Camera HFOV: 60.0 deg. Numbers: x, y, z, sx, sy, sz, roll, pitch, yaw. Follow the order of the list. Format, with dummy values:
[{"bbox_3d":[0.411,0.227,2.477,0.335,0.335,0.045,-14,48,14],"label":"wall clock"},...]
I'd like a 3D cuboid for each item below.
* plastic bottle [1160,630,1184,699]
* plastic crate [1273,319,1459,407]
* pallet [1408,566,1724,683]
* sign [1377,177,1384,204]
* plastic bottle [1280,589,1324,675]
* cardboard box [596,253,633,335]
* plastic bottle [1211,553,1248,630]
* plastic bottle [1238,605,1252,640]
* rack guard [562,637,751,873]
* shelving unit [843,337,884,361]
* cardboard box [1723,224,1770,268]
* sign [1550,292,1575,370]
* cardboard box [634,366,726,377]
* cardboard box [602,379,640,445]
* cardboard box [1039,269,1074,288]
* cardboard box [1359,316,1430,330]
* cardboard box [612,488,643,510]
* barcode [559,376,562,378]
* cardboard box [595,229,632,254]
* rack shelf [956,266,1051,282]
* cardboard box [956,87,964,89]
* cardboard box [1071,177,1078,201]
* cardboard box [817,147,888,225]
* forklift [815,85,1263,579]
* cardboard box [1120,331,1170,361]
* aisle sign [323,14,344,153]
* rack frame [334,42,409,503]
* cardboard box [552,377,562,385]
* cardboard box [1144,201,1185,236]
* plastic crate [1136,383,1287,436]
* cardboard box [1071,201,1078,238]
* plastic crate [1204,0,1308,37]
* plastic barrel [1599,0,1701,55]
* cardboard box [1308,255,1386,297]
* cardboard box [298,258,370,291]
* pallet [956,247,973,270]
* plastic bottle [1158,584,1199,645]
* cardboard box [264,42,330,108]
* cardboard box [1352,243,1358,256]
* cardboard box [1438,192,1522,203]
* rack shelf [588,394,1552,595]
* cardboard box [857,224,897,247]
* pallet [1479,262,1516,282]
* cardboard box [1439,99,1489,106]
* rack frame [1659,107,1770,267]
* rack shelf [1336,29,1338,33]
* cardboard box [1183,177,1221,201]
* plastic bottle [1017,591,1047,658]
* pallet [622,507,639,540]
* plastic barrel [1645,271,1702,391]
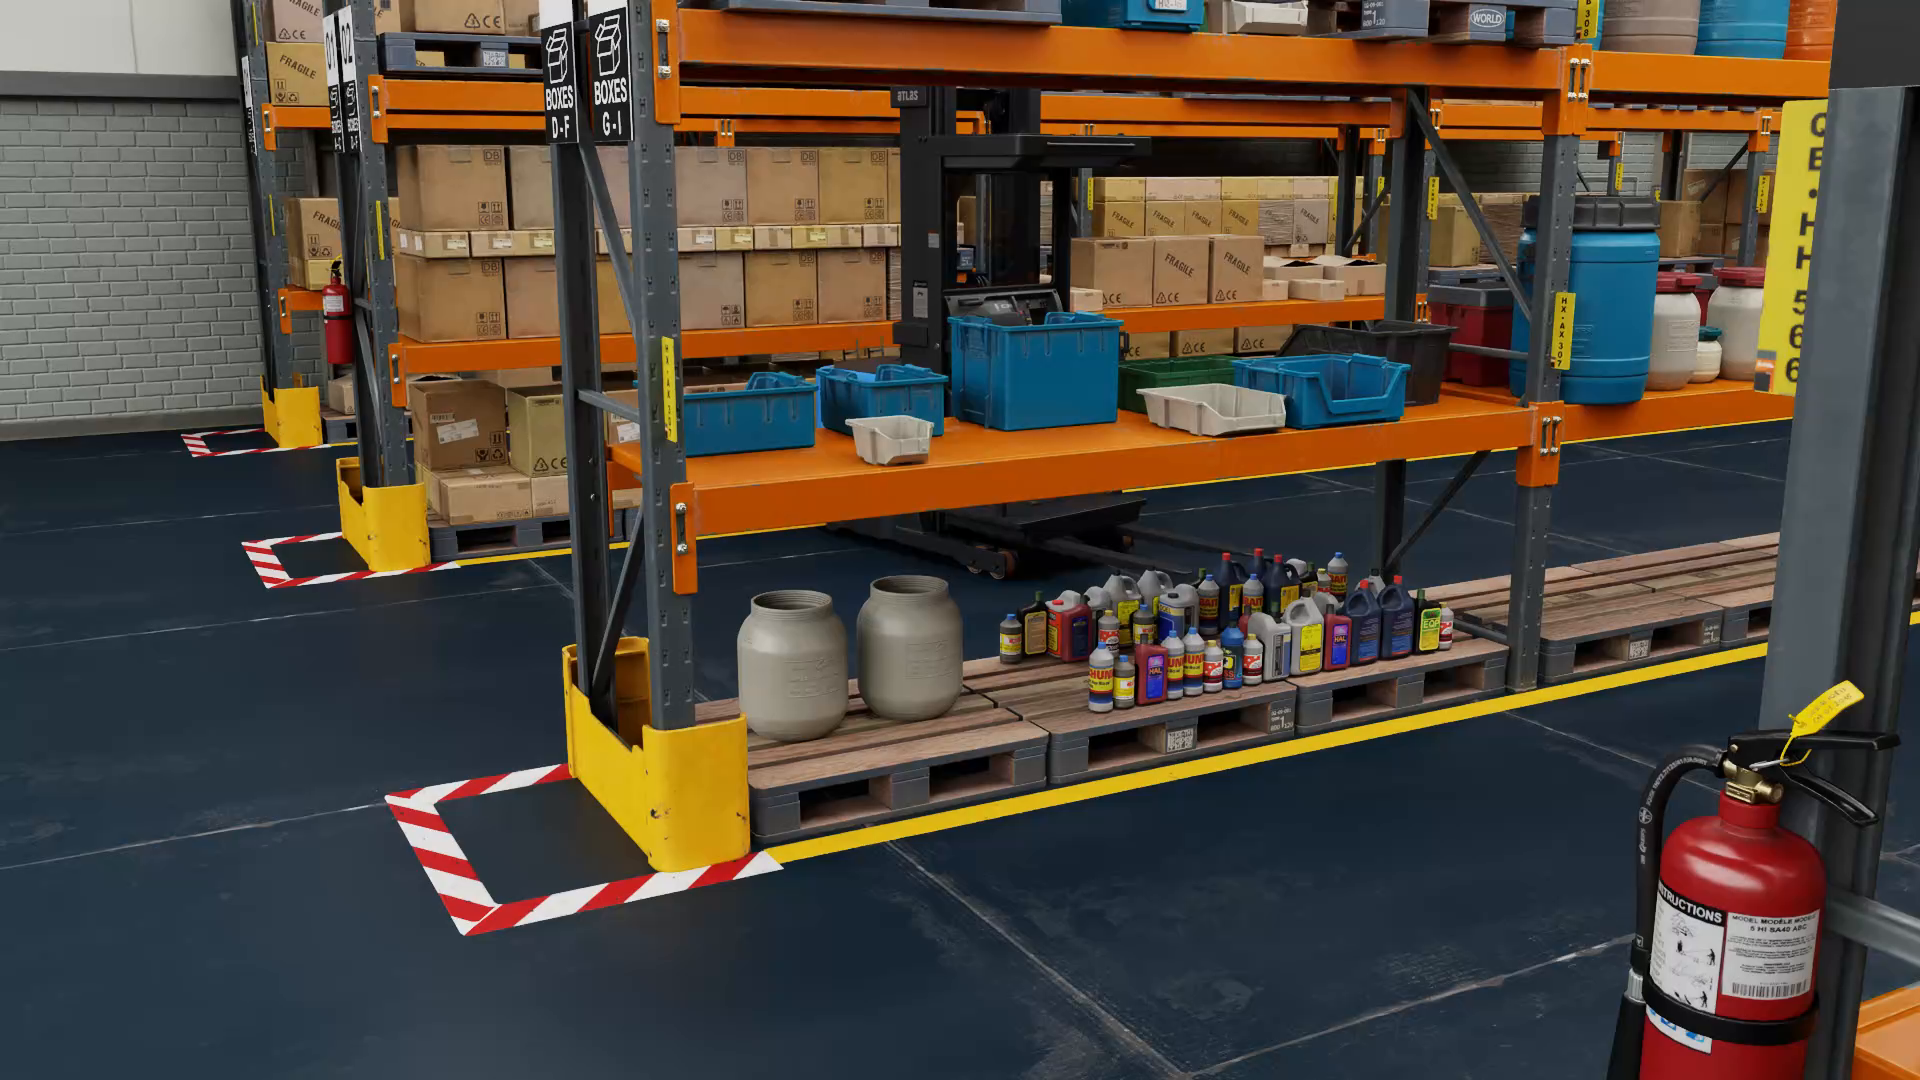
[{"bbox_3d":[0.862,0.502,6.760,0.097,0.271,0.097,0,13,0],"label":"plastic bottle"},{"bbox_3d":[1.811,-0.808,7.509,0.504,0.338,0.767,-7,14,-28],"label":"plastic crate"},{"bbox_3d":[3.002,0.401,8.344,1.213,0.211,1.003,-7,14,-28],"label":"pallet"},{"bbox_3d":[4.875,-4.042,19.283,0.005,0.325,0.100,-7,14,-28],"label":"sign"},{"bbox_3d":[1.452,0.386,7.092,0.185,0.351,0.144,-7,14,-28],"label":"plastic bottle"},{"bbox_3d":[-2.237,-1.606,10.685,0.500,0.500,0.700,-7,14,-27],"label":"cardboard box"},{"bbox_3d":[1.258,0.234,7.770,0.185,0.351,0.144,-8,15,-30],"label":"plastic bottle"},{"bbox_3d":[1.256,0.415,7.118,0.133,0.283,0.061,-7,14,-28],"label":"plastic bottle"},{"bbox_3d":[-1.136,0.754,6.118,0.348,0.500,1.175,-7,14,-28],"label":"rack guard"},{"bbox_3d":[-0.597,-0.740,11.124,0.189,1.200,0.258,-8,6,-28],"label":"shelving unit"},{"bbox_3d":[7.561,-2.715,15.615,0.500,0.500,0.500,-6,14,-26],"label":"cardboard box"},{"bbox_3d":[2.585,-0.897,7.131,0.005,0.325,0.100,-7,14,-28],"label":"sign"},{"bbox_3d":[-1.912,-0.906,11.403,0.500,0.500,0.500,-7,14,-28],"label":"cardboard box"},{"bbox_3d":[-2.102,-0.754,10.725,0.500,0.500,0.500,-7,14,-28],"label":"cardboard box"},{"bbox_3d":[0.645,-1.886,12.464,0.258,0.266,0.396,-7,15,-29],"label":"cardboard box"},{"bbox_3d":[5.312,-2.664,20.351,0.500,0.500,0.700,-7,14,-27],"label":"cardboard box"},{"bbox_3d":[-2.097,-0.386,10.798,0.500,0.250,0.500,-7,14,-28],"label":"cardboard box"},{"bbox_3d":[-3.783,-1.532,15.824,0.075,0.075,0.001,-7,14,-28],"label":"barcode"},{"bbox_3d":[-2.197,-1.877,10.412,0.250,0.149,0.380,-7,15,-30],"label":"cardboard box"},{"bbox_3d":[-0.660,-2.638,17.135,4.000,0.370,1.077,-7,14,-28],"label":"rack shelf"},{"bbox_3d":[-0.087,-4.604,17.122,0.637,0.503,0.797,-5,14,-20],"label":"cardboard box"},{"bbox_3d":[1.369,-3.866,18.297,0.500,0.250,0.500,-6,14,-26],"label":"cardboard box"},{"bbox_3d":[-0.868,-2.404,11.278,0.500,0.500,0.700,-7,14,-28],"label":"cardboard box"},{"bbox_3d":[0.421,-1.329,9.838,1.130,2.935,3.031,-11,17,-41],"label":"forklift"},{"bbox_3d":[1.803,-2.407,18.413,0.750,0.750,0.750,-7,14,-29],"label":"cardboard box"},{"bbox_3d":[-3.748,-2.721,9.947,0.004,0.787,0.394,-7,14,-28],"label":"aisle sign"},{"bbox_3d":[-3.550,-1.403,10.011,0.127,3.000,1.000,-7,14,-28],"label":"rack frame"},{"bbox_3d":[-3.829,-1.437,15.656,0.250,0.149,0.380,-8,15,-32],"label":"cardboard box"},{"bbox_3d":[2.108,-3.458,18.190,0.500,0.500,0.500,-6,14,-26],"label":"cardboard box"},{"bbox_3d":[1.027,-0.521,6.691,0.437,0.136,0.530,-7,14,-28],"label":"plastic crate"},{"bbox_3d":[1.383,-3.503,18.392,0.500,0.500,0.500,-7,14,-28],"label":"cardboard box"},{"bbox_3d":[1.116,-1.957,6.241,0.396,0.136,0.243,-7,14,-28],"label":"plastic crate"},{"bbox_3d":[3.248,-2.741,7.983,0.600,0.901,0.600,0,13,0],"label":"plastic barrel"},{"bbox_3d":[3.132,-2.171,13.628,0.500,0.311,0.500,-6,14,-24],"label":"cardboard box"},{"bbox_3d":[-5.346,-2.284,14.222,0.500,0.250,0.500,-7,15,-29],"label":"cardboard box"},{"bbox_3d":[-0.623,-2.889,17.052,1.213,0.211,1.003,-7,14,-28],"label":"pallet"},{"bbox_3d":[0.978,0.341,7.465,0.135,0.276,0.152,-7,14,-28],"label":"plastic bottle"},{"bbox_3d":[-5.513,-3.866,13.851,0.500,0.500,0.500,-6,14,-26],"label":"cardboard box"},{"bbox_3d":[4.445,-3.417,19.486,0.250,0.149,0.380,-7,14,-27],"label":"cardboard box"},{"bbox_3d":[6.367,-3.974,20.753,0.700,0.700,0.980,-8,15,-31],"label":"cardboard box"},{"bbox_3d":[0.576,-0.307,6.782,4.000,0.370,1.077,-7,14,-28],"label":"rack shelf"},{"bbox_3d":[-0.622,-2.065,11.250,0.250,0.149,0.380,-7,15,-30],"label":"cardboard box"},{"bbox_3d":[5.177,-2.356,14.685,1.213,0.211,1.003,-7,14,-28],"label":"pallet"},{"bbox_3d":[3.839,-3.809,13.644,0.500,0.500,0.910,-7,14,-28],"label":"cardboard box"},{"bbox_3d":[6.983,-2.665,15.621,0.127,3.000,1.000,-7,14,-28],"label":"rack frame"},{"bbox_3d":[6.361,-6.211,20.260,4.000,0.370,1.077,-7,14,-28],"label":"rack shelf"},{"bbox_3d":[2.525,-3.876,18.344,0.500,0.250,0.500,-7,14,-27],"label":"cardboard box"},{"bbox_3d":[0.316,0.369,7.322,0.133,0.283,0.061,-6,14,-26],"label":"plastic bottle"},{"bbox_3d":[-1.829,-0.259,11.277,1.213,0.211,1.003,-7,14,-28],"label":"pallet"},{"bbox_3d":[3.276,-0.994,7.882,0.433,0.535,0.433,0,13,0],"label":"plastic barrel"}]
